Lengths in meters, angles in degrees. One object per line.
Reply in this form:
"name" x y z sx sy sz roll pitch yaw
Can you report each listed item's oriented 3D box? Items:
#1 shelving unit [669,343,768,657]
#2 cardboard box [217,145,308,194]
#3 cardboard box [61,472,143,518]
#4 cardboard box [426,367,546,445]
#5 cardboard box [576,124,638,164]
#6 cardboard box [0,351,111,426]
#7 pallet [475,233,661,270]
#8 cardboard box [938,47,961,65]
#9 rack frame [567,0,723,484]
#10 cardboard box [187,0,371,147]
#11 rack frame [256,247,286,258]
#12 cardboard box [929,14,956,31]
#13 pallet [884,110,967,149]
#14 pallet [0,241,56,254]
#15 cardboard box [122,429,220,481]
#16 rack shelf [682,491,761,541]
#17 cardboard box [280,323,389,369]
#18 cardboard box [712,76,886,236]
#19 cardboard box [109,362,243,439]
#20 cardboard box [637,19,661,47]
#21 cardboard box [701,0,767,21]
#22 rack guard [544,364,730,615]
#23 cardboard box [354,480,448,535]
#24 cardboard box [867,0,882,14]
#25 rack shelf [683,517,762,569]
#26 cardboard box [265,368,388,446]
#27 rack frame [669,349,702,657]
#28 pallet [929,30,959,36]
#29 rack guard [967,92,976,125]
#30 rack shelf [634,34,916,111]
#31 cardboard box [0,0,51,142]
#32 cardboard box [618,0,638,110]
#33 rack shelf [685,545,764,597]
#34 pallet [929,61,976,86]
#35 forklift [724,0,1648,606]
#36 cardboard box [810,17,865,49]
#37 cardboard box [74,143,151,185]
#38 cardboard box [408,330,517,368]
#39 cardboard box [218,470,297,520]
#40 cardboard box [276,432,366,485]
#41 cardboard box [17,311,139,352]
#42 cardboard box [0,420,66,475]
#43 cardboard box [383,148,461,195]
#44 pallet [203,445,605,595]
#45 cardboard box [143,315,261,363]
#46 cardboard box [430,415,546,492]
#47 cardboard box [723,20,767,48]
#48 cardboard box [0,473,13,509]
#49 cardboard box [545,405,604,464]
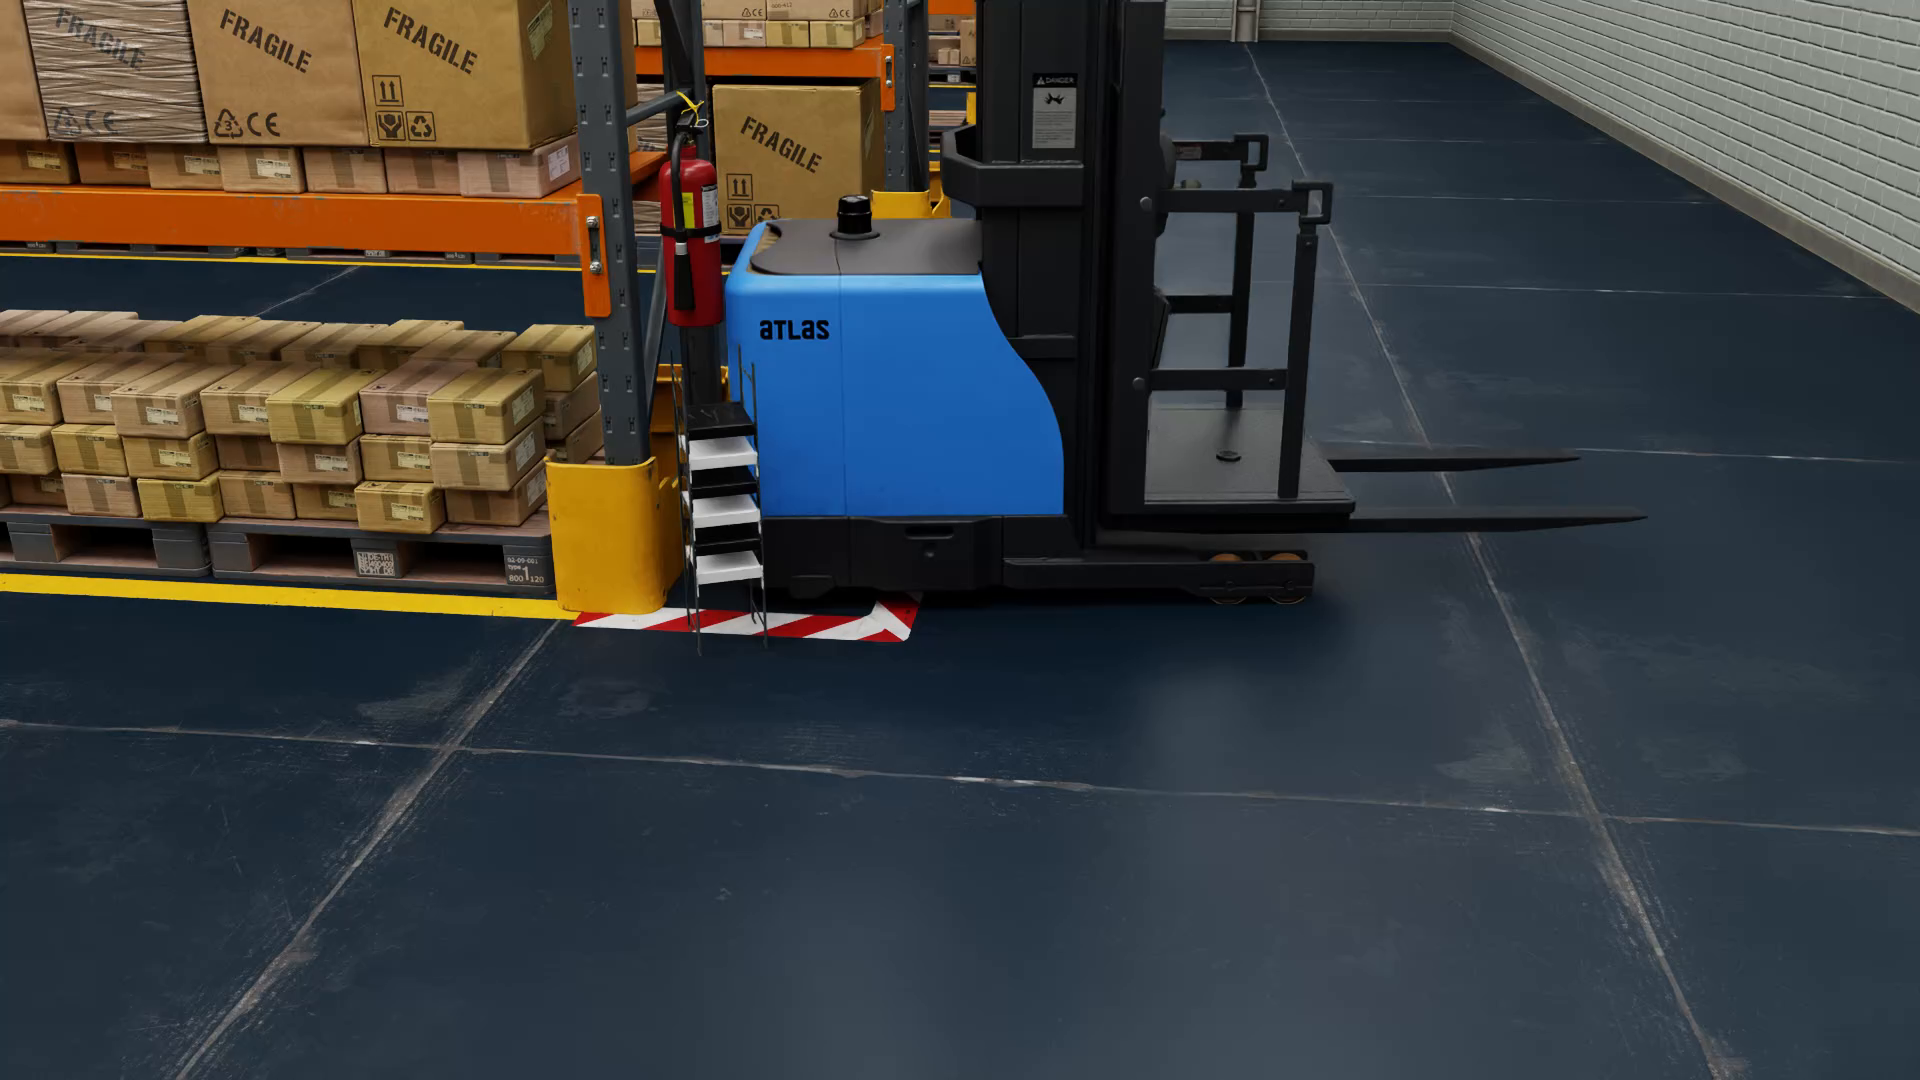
"shelving unit" -0.725 -0.118 5.013 0.210 0.900 0.258 -7 23 -16
"cardboard box" -2.107 -1.196 5.227 0.250 0.149 0.380 3 22 8
"cardboard box" -2.844 -0.216 5.712 0.250 0.149 0.380 3 22 7
"cardboard box" -1.556 -0.446 5.485 0.250 0.149 0.380 3 22 7
"cardboard box" -1.284 -1.386 5.708 0.250 0.149 0.380 2 22 6
"cardboard box" -3.106 -0.521 5.676 0.250 0.149 0.380 3 22 7
"pallet" -2.328 -1.939 10.557 1.213 0.211 1.003 2 22 6
"cardboard box" -0.108 -5.664 19.441 0.250 0.166 0.380 2 22 6
"rack frame" -1.001 -1.369 5.324 0.127 3.000 1.000 2 22 6
"cardboard box" -1.988 -1.504 5.124 0.500 0.500 0.500 2 22 5
"rack frame" -4.289 -3.349 10.331 0.127 3.000 1.000 2 22 6
"cardboard box" -0.271 -7.671 24.092 0.500 0.500 0.700 2 22 5
"pallet" -0.548 -3.737 15.106 1.213 0.211 1.003 2 22 6
"pallet" -6.279 -2.110 10.990 1.213 0.211 1.003 2 22 6
"cardboard box" -2.591 -0.336 5.610 0.250 0.149 0.380 3 22 7
"rack shelf" -0.725 -0.087 5.026 0.200 0.077 0.258 -7 23 -16
"cardboard box" -2.260 -0.669 6.048 0.250 0.149 0.380 1 22 4
"cardboard box" -0.962 -2.382 10.203 0.875 0.875 0.875 2 22 6
"cardboard box" -2.594 -0.468 5.542 0.250 0.149 0.380 3 22 8
"cardboard box" -1.723 -2.998 9.785 0.250 0.149 0.380 2 22 5
"cardboard box" -1.333 -3.191 9.730 0.500 0.250 0.500 2 22 5
"rack guard" -1.076 -0.210 5.792 0.348 0.500 1.175 2 22 6
"cardboard box" -1.815 -0.160 5.571 0.250 0.149 0.380 3 22 8
"cardboard box" -0.762 -3.364 10.168 0.500 0.250 0.500 2 22 5
"rack shelf" -0.725 -0.003 5.059 0.200 0.077 0.258 -7 23 -16
"cardboard box" -2.071 -0.443 5.477 0.250 0.149 0.380 2 22 5
"rack frame" -0.822 -0.107 4.985 0.006 0.900 0.240 -7 23 -16
"pallet" -0.579 -7.364 24.280 1.213 0.211 1.003 2 22 6
"rack guard" 0.292 -3.826 14.936 0.348 0.500 1.175 2 22 6
"rack shelf" -2.303 -2.928 10.245 4.000 0.370 1.077 2 22 6
"cardboard box" -2.987 -1.548 5.234 0.500 0.500 0.500 4 22 9
"cardboard box" -1.414 -1.675 5.555 0.500 0.500 0.500 4 22 9
"rack shelf" -0.725 0.081 5.092 0.200 0.077 0.258 -7 23 -16
"pallet" -0.014 -5.533 19.649 1.213 0.211 1.003 2 22 6
"forklift" 0.771 -1.345 5.356 3.031 2.935 1.130 0 22 -1
"cardboard box" -0.709 -2.954 9.674 0.250 0.149 0.380 3 22 7
"cardboard box" -2.627 -1.251 5.367 0.250 0.149 0.380 2 22 4
"cardboard box" -1.769 -0.630 5.952 0.250 0.149 0.380 3 22 7
"cardboard box" -2.314 -0.209 5.694 0.250 0.149 0.380 3 22 7
"cardboard box" -2.075 -0.318 5.566 0.250 0.149 0.380 2 22 4
"cardboard box" -3.285 -0.739 6.226 0.250 0.149 0.380 2 22 4
"cardboard box" -3.120 -0.355 5.660 0.250 0.149 0.380 3 22 7
"cardboard box" -1.600 -1.188 5.207 0.250 0.149 0.380 2 22 6
"pallet" -1.879 -0.124 5.967 1.213 0.211 1.003 2 22 6
"cardboard box" -2.790 -0.712 6.158 0.250 0.149 0.380 3 22 7
"cardboard box" -1.558 -0.296 5.510 0.250 0.149 0.380 2 22 5
"cardboard box" -1.218 -2.976 9.730 0.250 0.149 0.380 3 22 6
"cardboard box" -3.356 -0.238 5.768 0.250 0.149 0.380 2 22 5
"cardboard box" -1.483 -0.379 6.124 0.250 0.149 0.380 3 22 7
